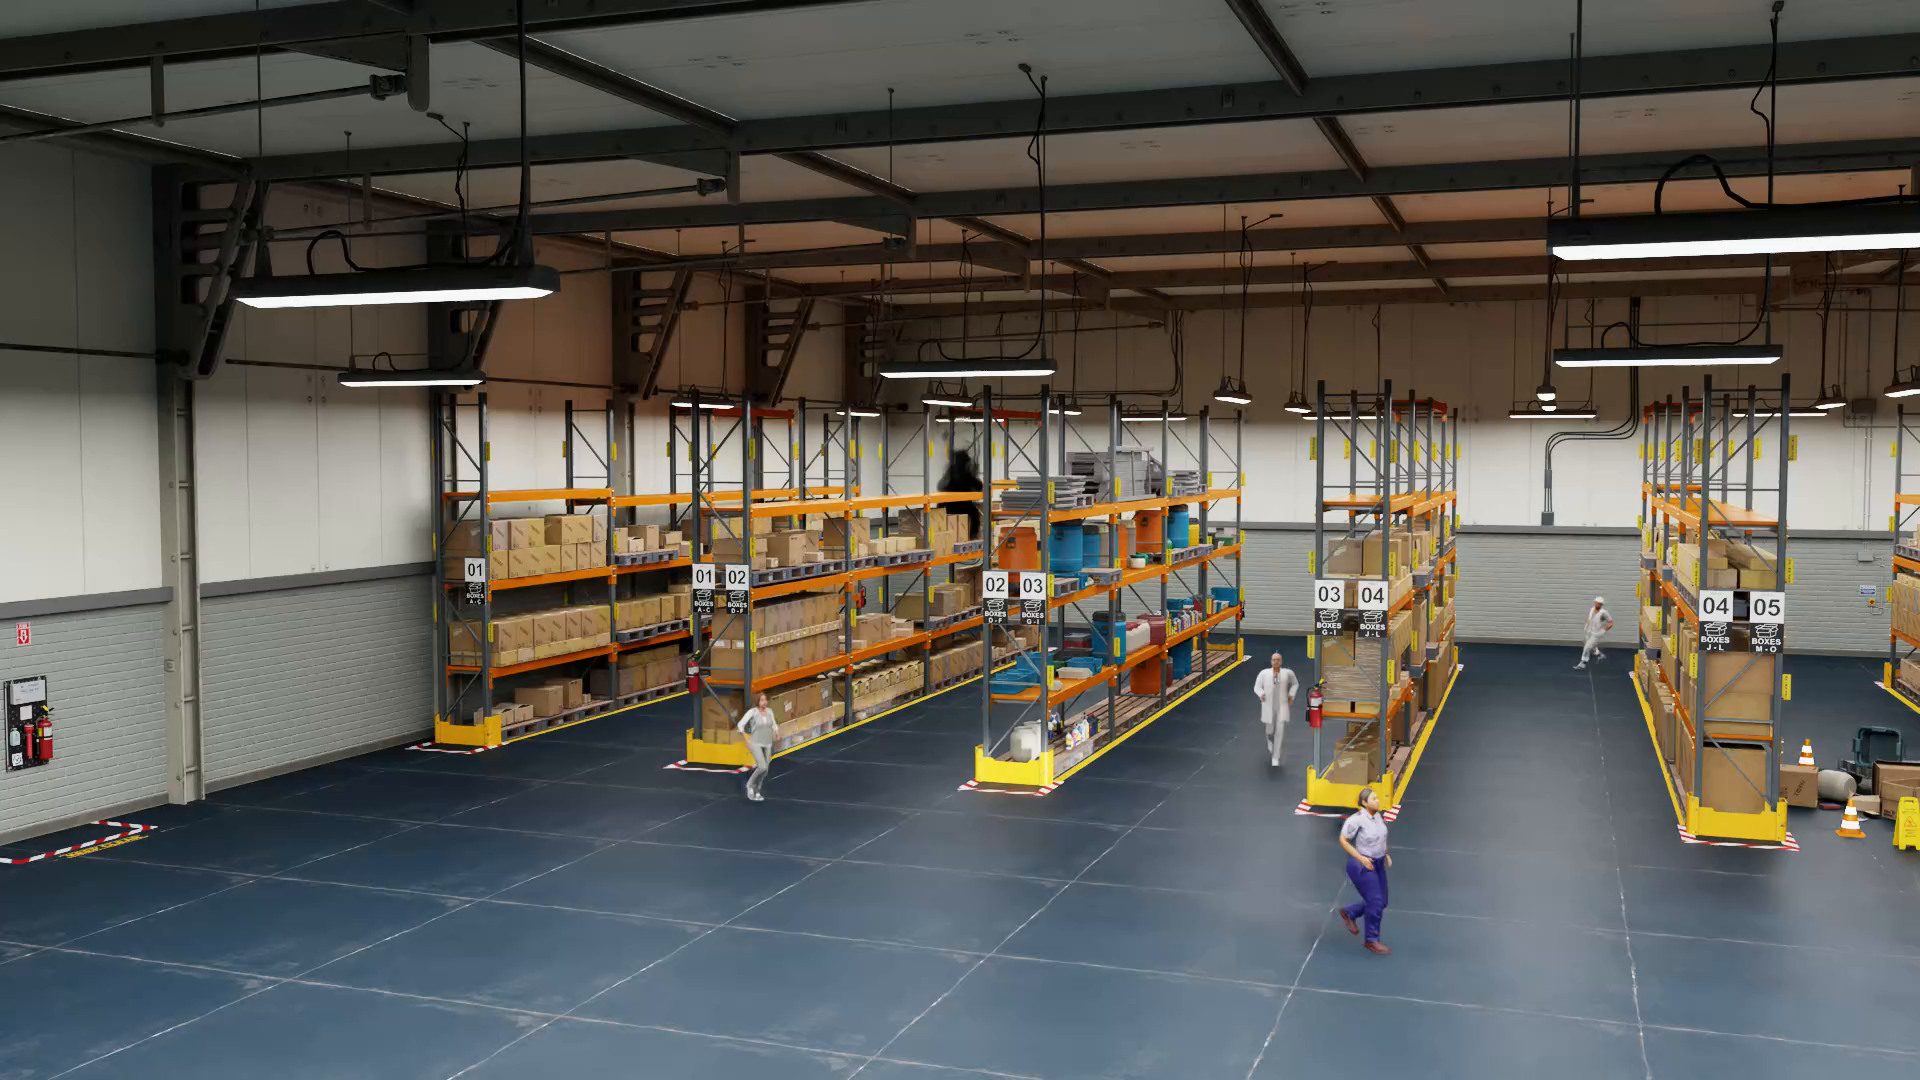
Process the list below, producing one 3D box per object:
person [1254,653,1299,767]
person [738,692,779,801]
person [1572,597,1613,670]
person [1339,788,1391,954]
[{"bbox_3d":[5.085,2.699,26.729,0.709,1.762,0.945,1,3,11],"label":"person"},{"bbox_3d":[-2.822,2.952,23.690,0.543,1.570,0.575,-2,4,-39],"label":"person"},{"bbox_3d":[14.533,2.132,37.871,0.879,1.705,0.712,-1,3,-21],"label":"person"},{"bbox_3d":[4.069,3.314,16.770,0.614,1.619,0.639,-3,4,-43],"label":"person"}]
